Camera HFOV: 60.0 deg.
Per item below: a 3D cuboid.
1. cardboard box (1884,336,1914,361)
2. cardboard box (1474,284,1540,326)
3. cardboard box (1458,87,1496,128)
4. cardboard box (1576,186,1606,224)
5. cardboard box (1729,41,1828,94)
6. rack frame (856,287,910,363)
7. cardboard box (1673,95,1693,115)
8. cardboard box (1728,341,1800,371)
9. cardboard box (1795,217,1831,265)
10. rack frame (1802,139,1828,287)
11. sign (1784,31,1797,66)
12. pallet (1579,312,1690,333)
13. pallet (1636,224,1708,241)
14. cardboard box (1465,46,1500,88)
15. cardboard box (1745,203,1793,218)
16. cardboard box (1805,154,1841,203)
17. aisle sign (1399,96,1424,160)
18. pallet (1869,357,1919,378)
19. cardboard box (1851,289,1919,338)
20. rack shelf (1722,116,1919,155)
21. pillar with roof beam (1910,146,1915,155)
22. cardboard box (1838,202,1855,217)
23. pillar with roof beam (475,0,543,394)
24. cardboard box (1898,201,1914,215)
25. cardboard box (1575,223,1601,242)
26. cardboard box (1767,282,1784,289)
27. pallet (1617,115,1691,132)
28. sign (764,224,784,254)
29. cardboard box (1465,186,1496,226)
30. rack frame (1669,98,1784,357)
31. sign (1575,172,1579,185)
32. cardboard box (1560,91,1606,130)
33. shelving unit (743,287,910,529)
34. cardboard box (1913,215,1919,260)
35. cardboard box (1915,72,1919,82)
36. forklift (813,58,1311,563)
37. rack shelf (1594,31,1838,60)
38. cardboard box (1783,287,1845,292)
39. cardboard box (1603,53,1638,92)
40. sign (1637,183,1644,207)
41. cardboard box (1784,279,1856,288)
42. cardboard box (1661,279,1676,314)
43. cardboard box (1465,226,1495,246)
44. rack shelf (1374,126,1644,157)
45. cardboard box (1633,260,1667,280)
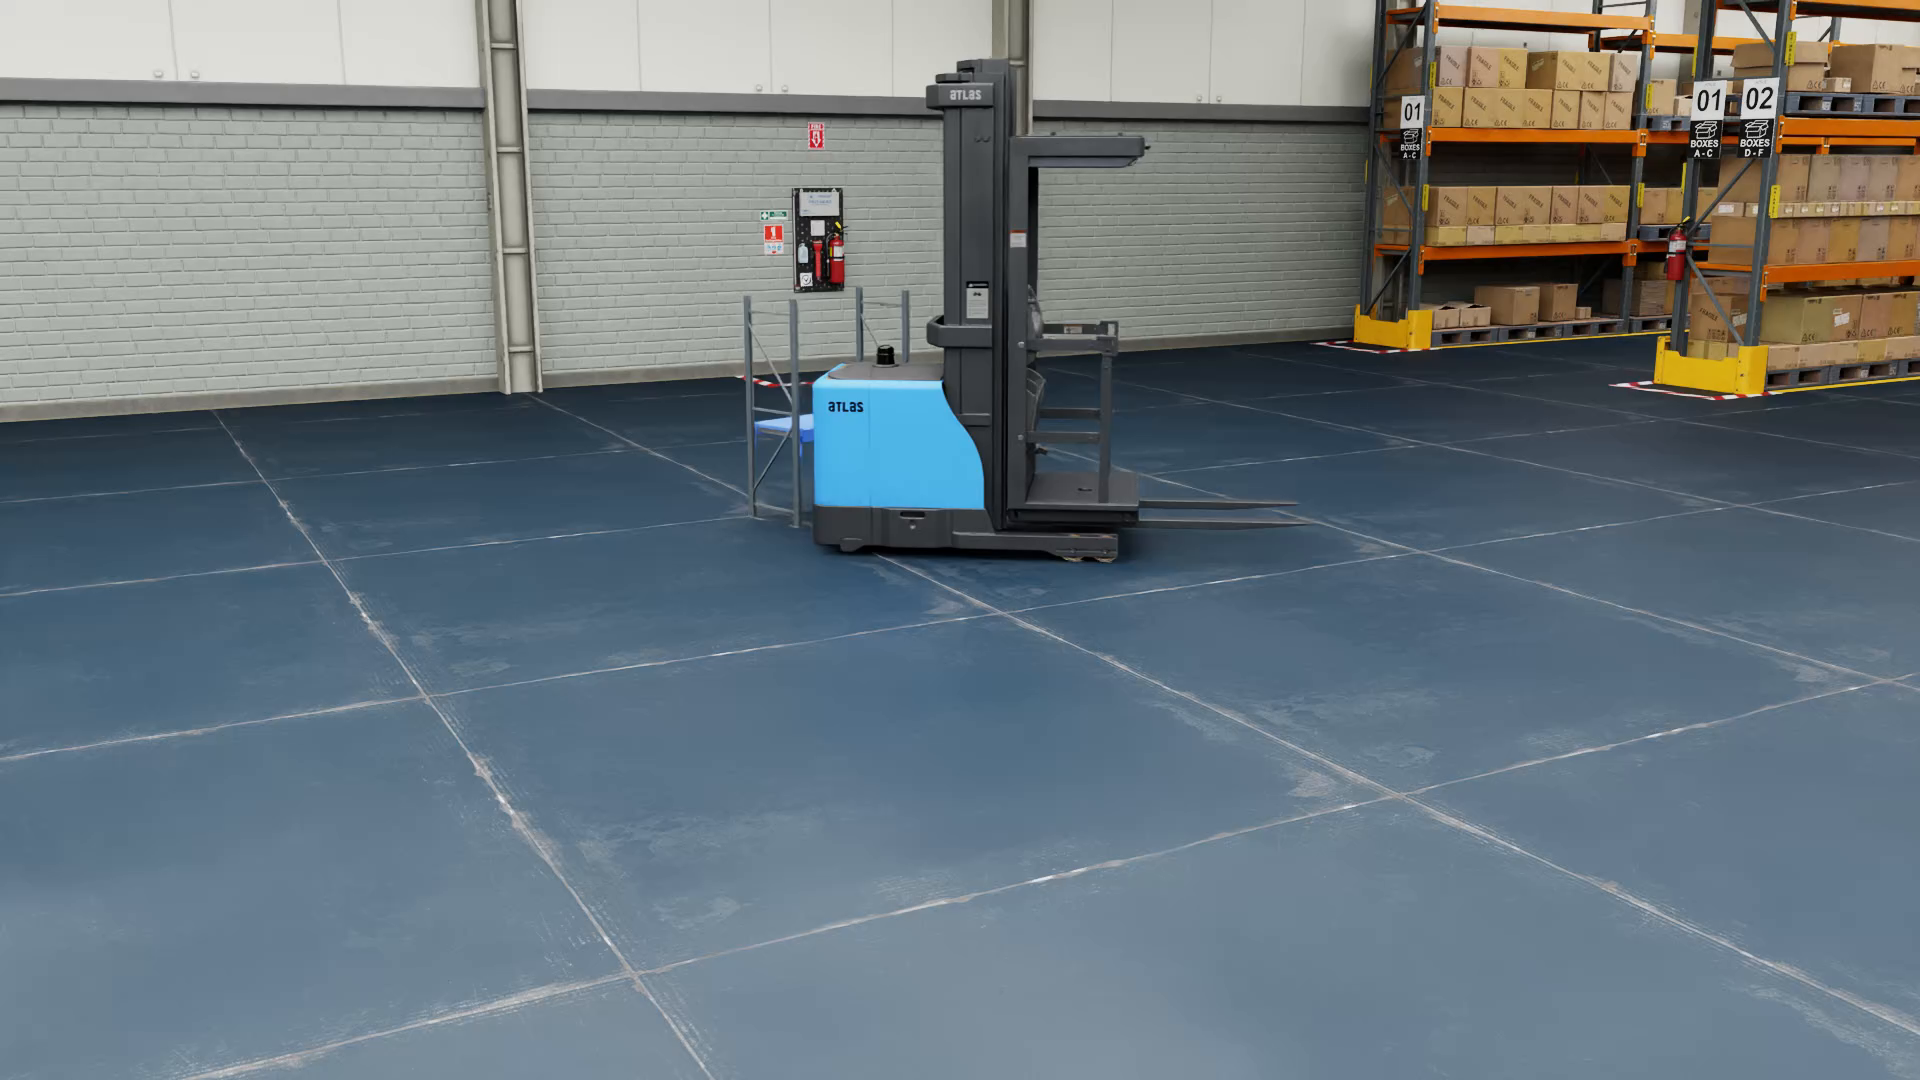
[{"bbox_3d":[10.395,-2.192,18.823,0.500,0.250,0.500,-7,14,-28],"label":"cardboard box"},{"bbox_3d":[7.504,-3.237,22.852,0.500,0.500,0.700,-8,15,-31],"label":"cardboard box"},{"bbox_3d":[6.587,-5.618,21.633,0.500,0.500,0.500,-6,14,-24],"label":"cardboard box"},{"bbox_3d":[8.494,-4.619,22.891,0.500,0.500,0.500,-7,14,-28],"label":"cardboard box"},{"bbox_3d":[8.568,-4.951,17.436,0.637,0.503,0.797,-6,14,-24],"label":"cardboard box"},{"bbox_3d":[-0.539,-1.007,11.667,0.500,1.500,0.032,12,17,42],"label":"rack frame"},{"bbox_3d":[10.255,-6.211,23.792,0.500,0.311,0.500,-6,14,-26],"label":"cardboard box"},{"bbox_3d":[8.639,-1.982,17.889,0.500,0.250,0.500,-7,14,-28],"label":"cardboard box"},{"bbox_3d":[8.936,-3.256,18.019,0.500,0.500,0.700,-6,14,-26],"label":"cardboard box"},{"bbox_3d":[12.707,-4.901,25.553,0.127,3.000,1.000,-7,14,-28],"label":"rack frame"},{"bbox_3d":[8.323,-4.926,16.661,0.005,0.325,0.100,-7,14,-28],"label":"sign"},{"bbox_3d":[9.879,-3.202,24.354,1.213,0.211,1.003,-7,14,-28],"label":"pallet"},{"bbox_3d":[9.937,-4.439,23.937,1.213,0.211,1.003,-7,14,-28],"label":"pallet"},{"bbox_3d":[6.604,-6.105,21.524,0.500,0.500,0.500,-7,14,-29],"label":"cardboard box"},{"bbox_3d":[8.510,-3.470,17.490,0.250,0.149,0.380,-7,14,-28],"label":"cardboard box"},{"bbox_3d":[8.983,-3.895,17.902,0.500,0.500,0.700,-7,15,-29],"label":"cardboard box"},{"bbox_3d":[5.766,-5.262,21.237,0.004,0.787,0.394,-7,14,-28],"label":"aisle sign"},{"bbox_3d":[10.855,-2.090,19.413,1.213,0.211,1.003,-7,14,-28],"label":"pallet"},{"bbox_3d":[10.389,-2.560,18.751,0.500,0.500,0.500,-7,14,-28],"label":"cardboard box"},{"bbox_3d":[9.817,-4.428,18.257,4.000,0.370,1.077,-7,14,-28],"label":"rack shelf"},{"bbox_3d":[18.481,-7.659,24.145,0.400,9.000,9.100,-7,14,-28],"label":"pillar with roof beam"},{"bbox_3d":[9.415,-3.579,17.974,0.250,0.149,0.380,-7,15,-30],"label":"cardboard box"},{"bbox_3d":[-2.585,-5.134,12.926,0.400,9.000,9.100,-7,14,-28],"label":"pillar with roof beam"},{"bbox_3d":[10.322,-3.688,18.458,0.250,0.149,0.380,-6,14,-26],"label":"cardboard box"},{"bbox_3d":[8.484,-4.257,22.990,0.500,0.250,0.500,-7,14,-28],"label":"cardboard box"},{"bbox_3d":[12.100,-3.810,25.398,0.500,0.500,0.700,-7,14,-27],"label":"cardboard box"},{"bbox_3d":[9.789,-5.896,23.572,1.003,0.211,1.213,-7,14,-28],"label":"pallet"},{"bbox_3d":[-2.103,-3.395,18.780,0.234,0.329,0.001,-7,14,-28],"label":"sign"},{"bbox_3d":[6.687,-4.404,21.933,0.500,0.500,0.500,-7,14,-28],"label":"cardboard box"},{"bbox_3d":[8.062,-3.105,17.573,0.127,3.000,1.000,-7,14,-28],"label":"rack frame"},{"bbox_3d":[8.927,-5.151,24.029,0.005,0.325,0.100,-7,14,-28],"label":"sign"},{"bbox_3d":[8.421,-5.850,22.667,0.500,0.500,0.500,-8,15,-33],"label":"cardboard box"},{"bbox_3d":[-0.886,-0.925,11.304,0.538,1.500,1.048,12,17,42],"label":"shelving unit"},{"bbox_3d":[10.727,-3.470,18.967,0.500,0.500,0.700,-7,14,-28],"label":"cardboard box"},{"bbox_3d":[10.531,-5.160,18.800,0.500,0.311,0.500,-8,15,-31],"label":"cardboard box"},{"bbox_3d":[0.645,-1.416,10.224,3.031,2.935,1.130,1,13,6],"label":"forklift"},{"bbox_3d":[10.952,-7.071,24.082,4.000,0.370,1.077,-7,14,-28],"label":"rack shelf"},{"bbox_3d":[9.700,-2.608,18.964,0.500,0.500,0.500,-7,14,-28],"label":"cardboard box"},{"bbox_3d":[8.886,-6.385,22.764,0.500,0.500,0.500,-8,15,-33],"label":"cardboard box"},{"bbox_3d":[9.463,-4.798,23.127,0.005,0.325,0.100,-7,14,-28],"label":"sign"},{"bbox_3d":[13.415,-4.109,25.974,0.750,0.750,0.750,-7,14,-29],"label":"cardboard box"},{"bbox_3d":[10.264,-3.620,24.552,0.500,0.500,0.700,-7,15,-29],"label":"cardboard box"},{"bbox_3d":[6.715,-4.043,22.038,0.500,0.250,0.500,-7,15,-30],"label":"cardboard box"},{"bbox_3d":[7.441,-5.382,22.498,4.000,0.370,1.077,-7,14,-28],"label":"rack shelf"},{"bbox_3d":[10.219,-3.968,24.394,0.500,0.250,0.500,-7,15,-29],"label":"cardboard box"}]
